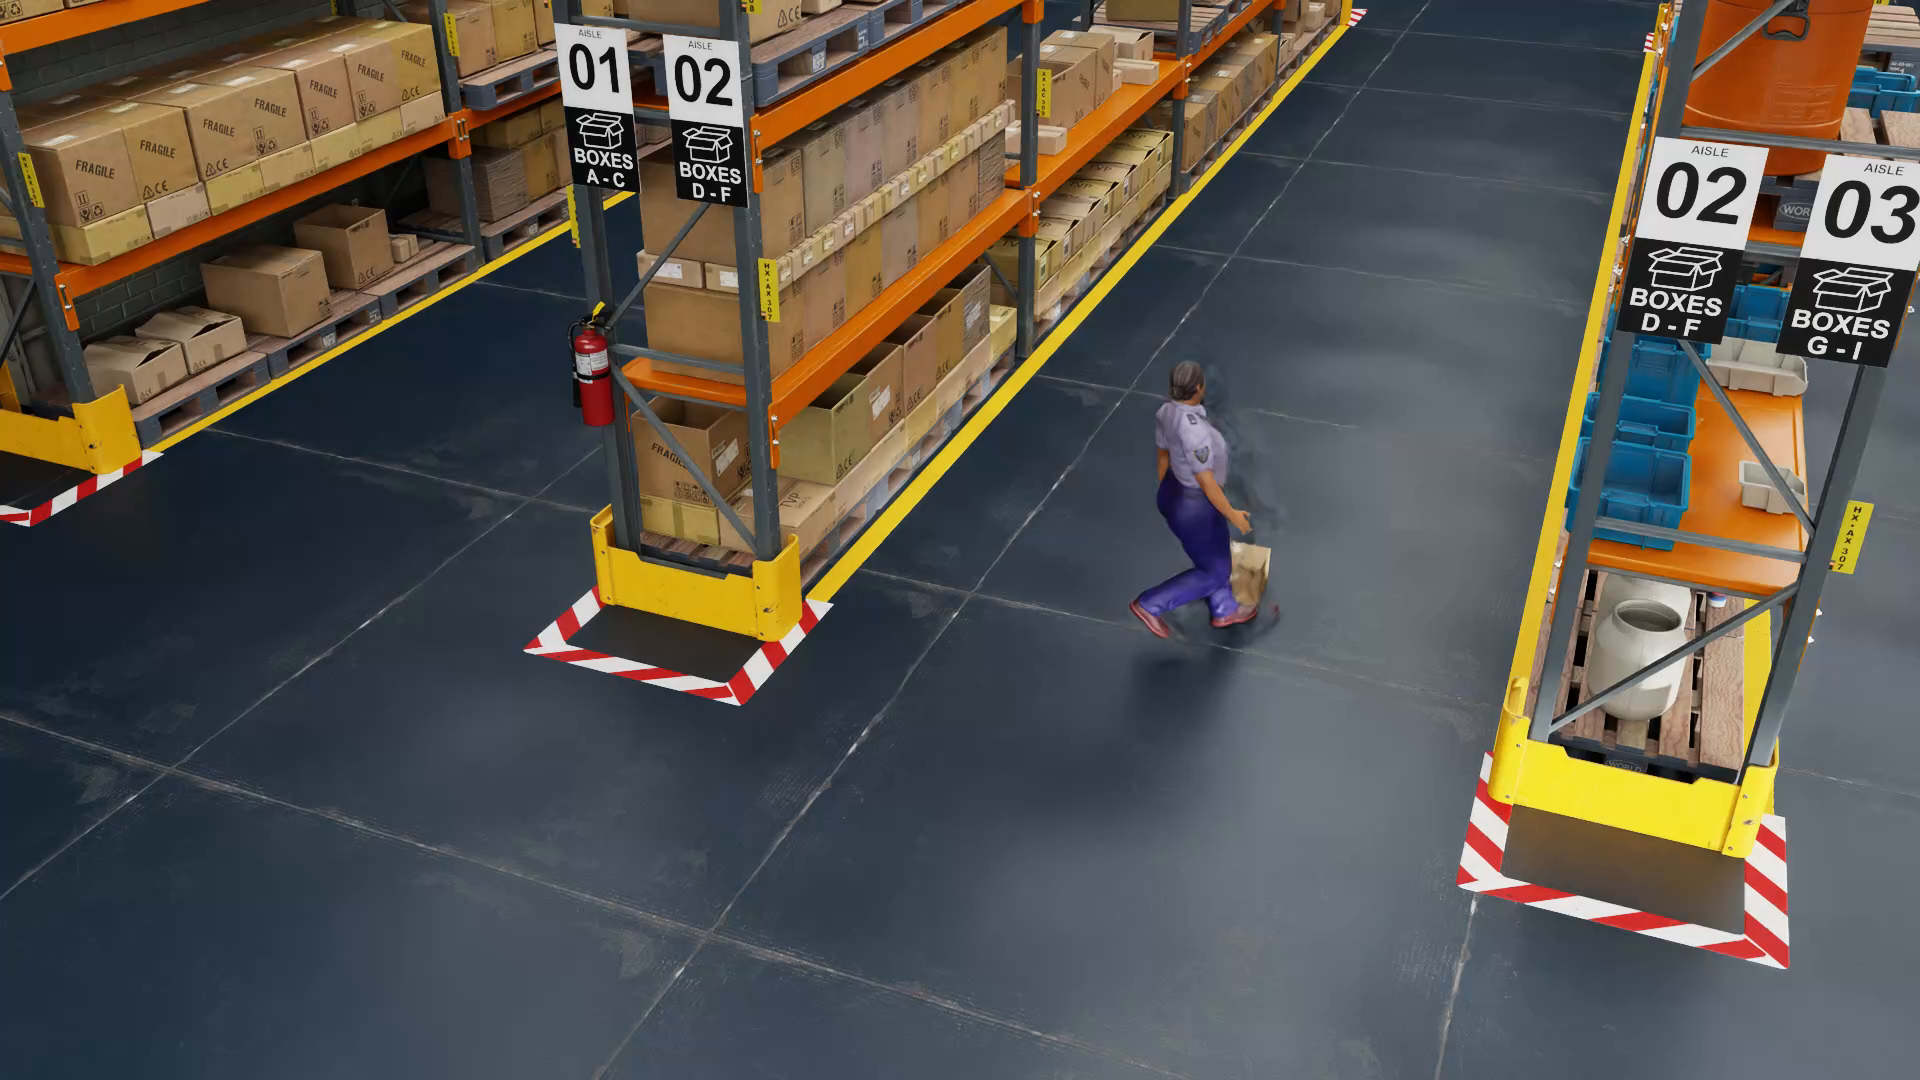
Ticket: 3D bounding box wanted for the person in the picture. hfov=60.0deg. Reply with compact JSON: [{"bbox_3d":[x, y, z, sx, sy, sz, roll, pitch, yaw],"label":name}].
[{"bbox_3d":[1.287,-0.192,8.753,0.800,1.601,0.550,-6,30,-11],"label":"person"}]
